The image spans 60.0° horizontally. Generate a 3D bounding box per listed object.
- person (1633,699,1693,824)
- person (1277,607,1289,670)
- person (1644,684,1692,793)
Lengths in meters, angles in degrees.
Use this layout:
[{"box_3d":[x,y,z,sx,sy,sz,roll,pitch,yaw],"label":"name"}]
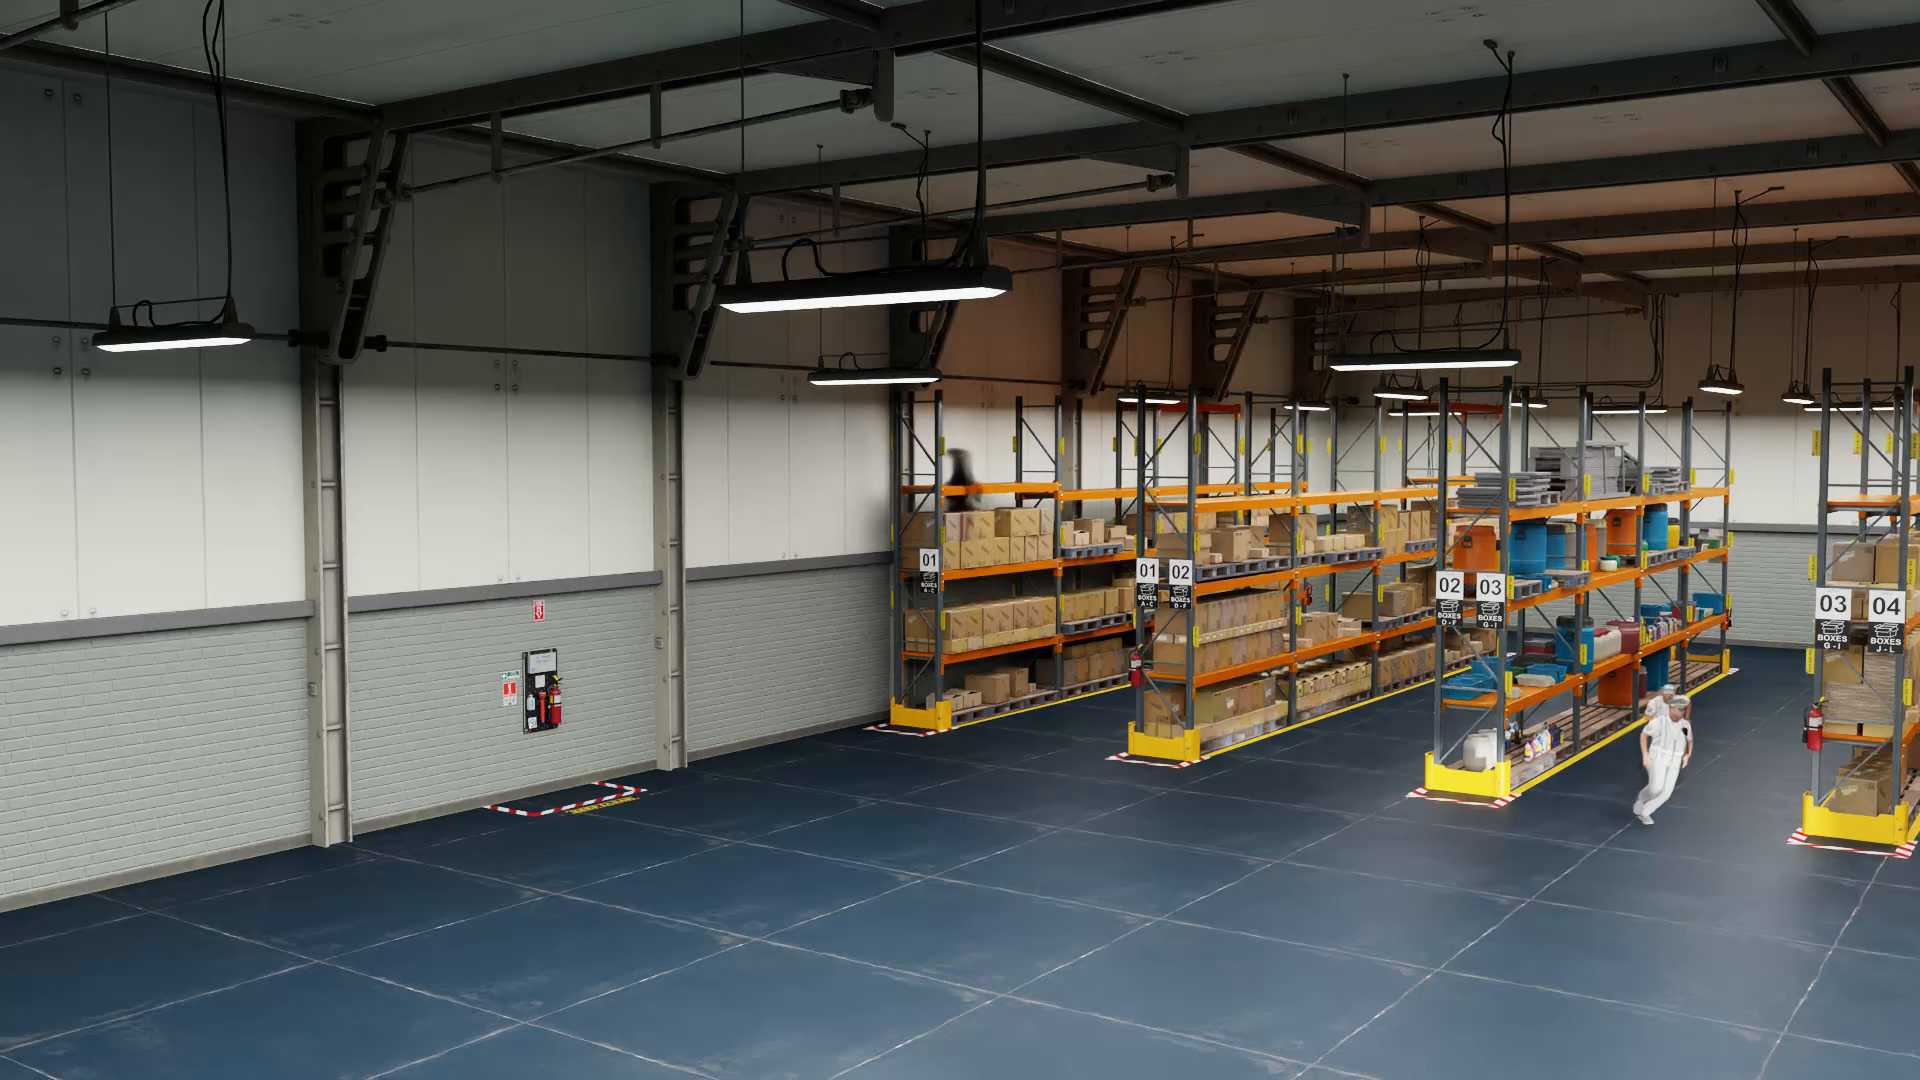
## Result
[{"box_3d":[9.360,2.922,22.053,0.738,1.673,0.551,0,3,-5],"label":"person"},{"box_3d":[6.851,2.204,35.210,0.598,1.622,0.733,3,4,40],"label":"person"},{"box_3d":[10.328,2.878,24.315,0.658,1.645,0.990,1,3,14],"label":"person"}]
